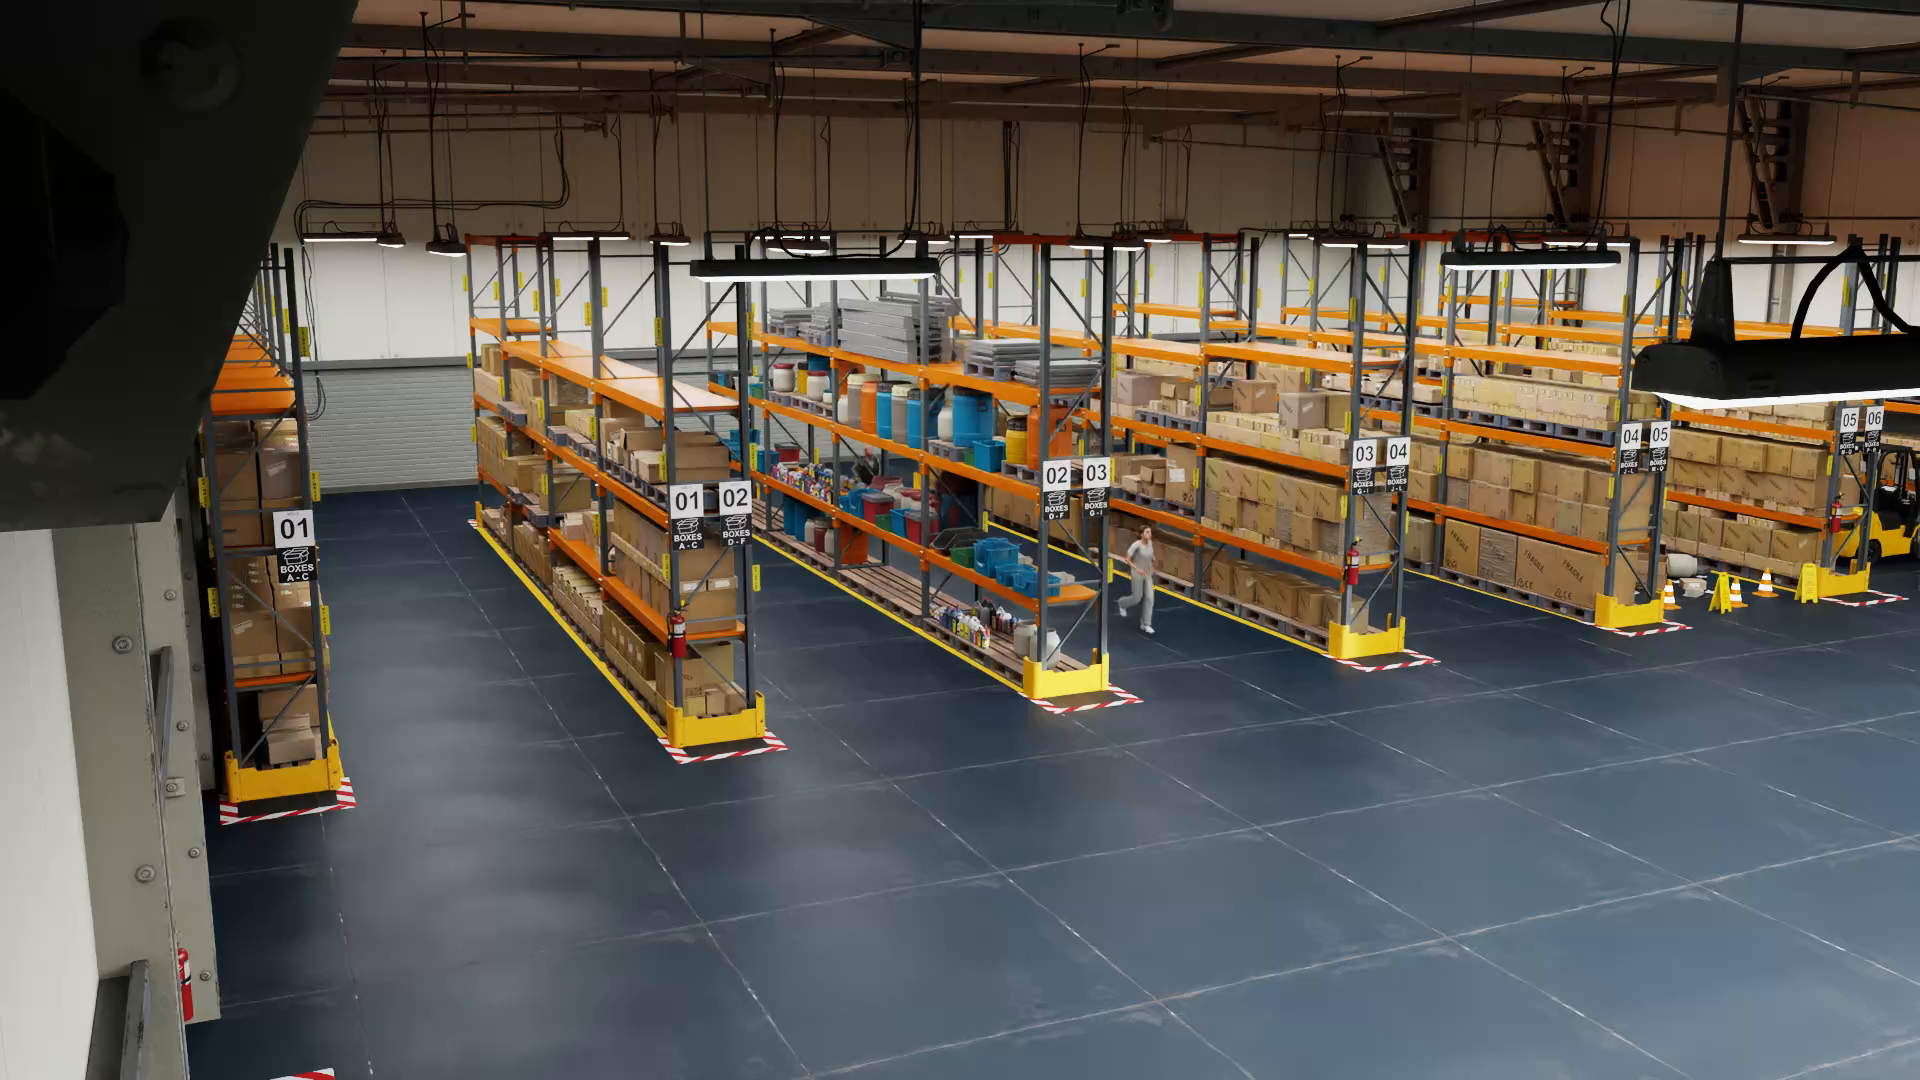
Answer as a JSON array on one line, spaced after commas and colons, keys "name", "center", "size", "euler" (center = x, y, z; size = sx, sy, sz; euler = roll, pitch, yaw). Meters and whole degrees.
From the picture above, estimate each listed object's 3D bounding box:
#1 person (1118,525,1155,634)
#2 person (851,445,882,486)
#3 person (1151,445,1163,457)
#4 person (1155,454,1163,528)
[{"name": "person", "center": [2.803, 0.566, 25.935], "size": [0.589, 1.658, 0.887], "euler": [-8, 13, -35]}, {"name": "person", "center": [-1.901, -1.124, 34.505], "size": [0.691, 1.692, 0.783], "euler": [-7, 13, -31]}, {"name": "person", "center": [4.981, -2.412, 41.530], "size": [0.651, 1.575, 0.582], "euler": [7, 13, 32]}, {"name": "person", "center": [3.864, -0.843, 32.999], "size": [0.676, 1.753, 0.595], "euler": [-6, 12, -27]}]
